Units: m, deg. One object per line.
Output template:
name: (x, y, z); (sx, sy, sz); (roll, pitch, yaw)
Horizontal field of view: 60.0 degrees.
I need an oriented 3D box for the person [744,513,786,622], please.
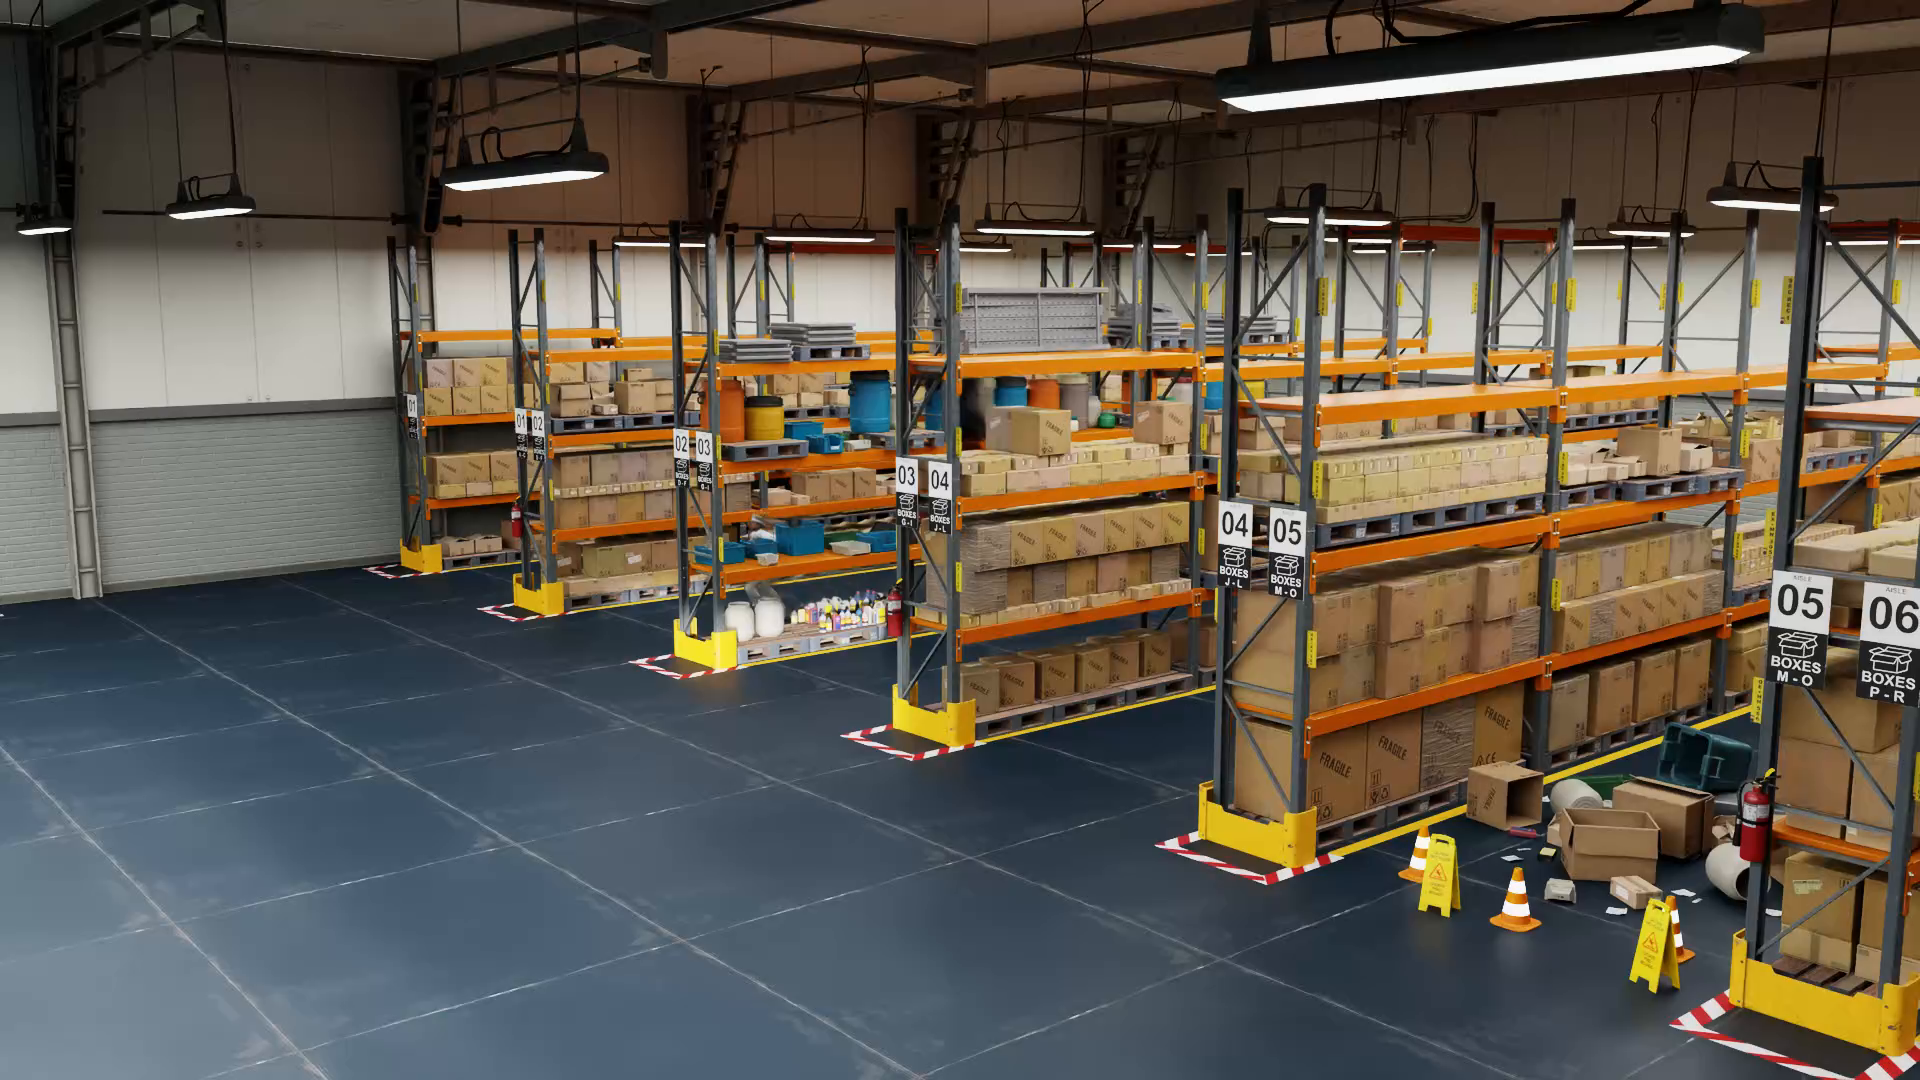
person: (-3.019, 0.436, 25.406); (0.859, 1.703, 0.588); (-5, 10, -29)
